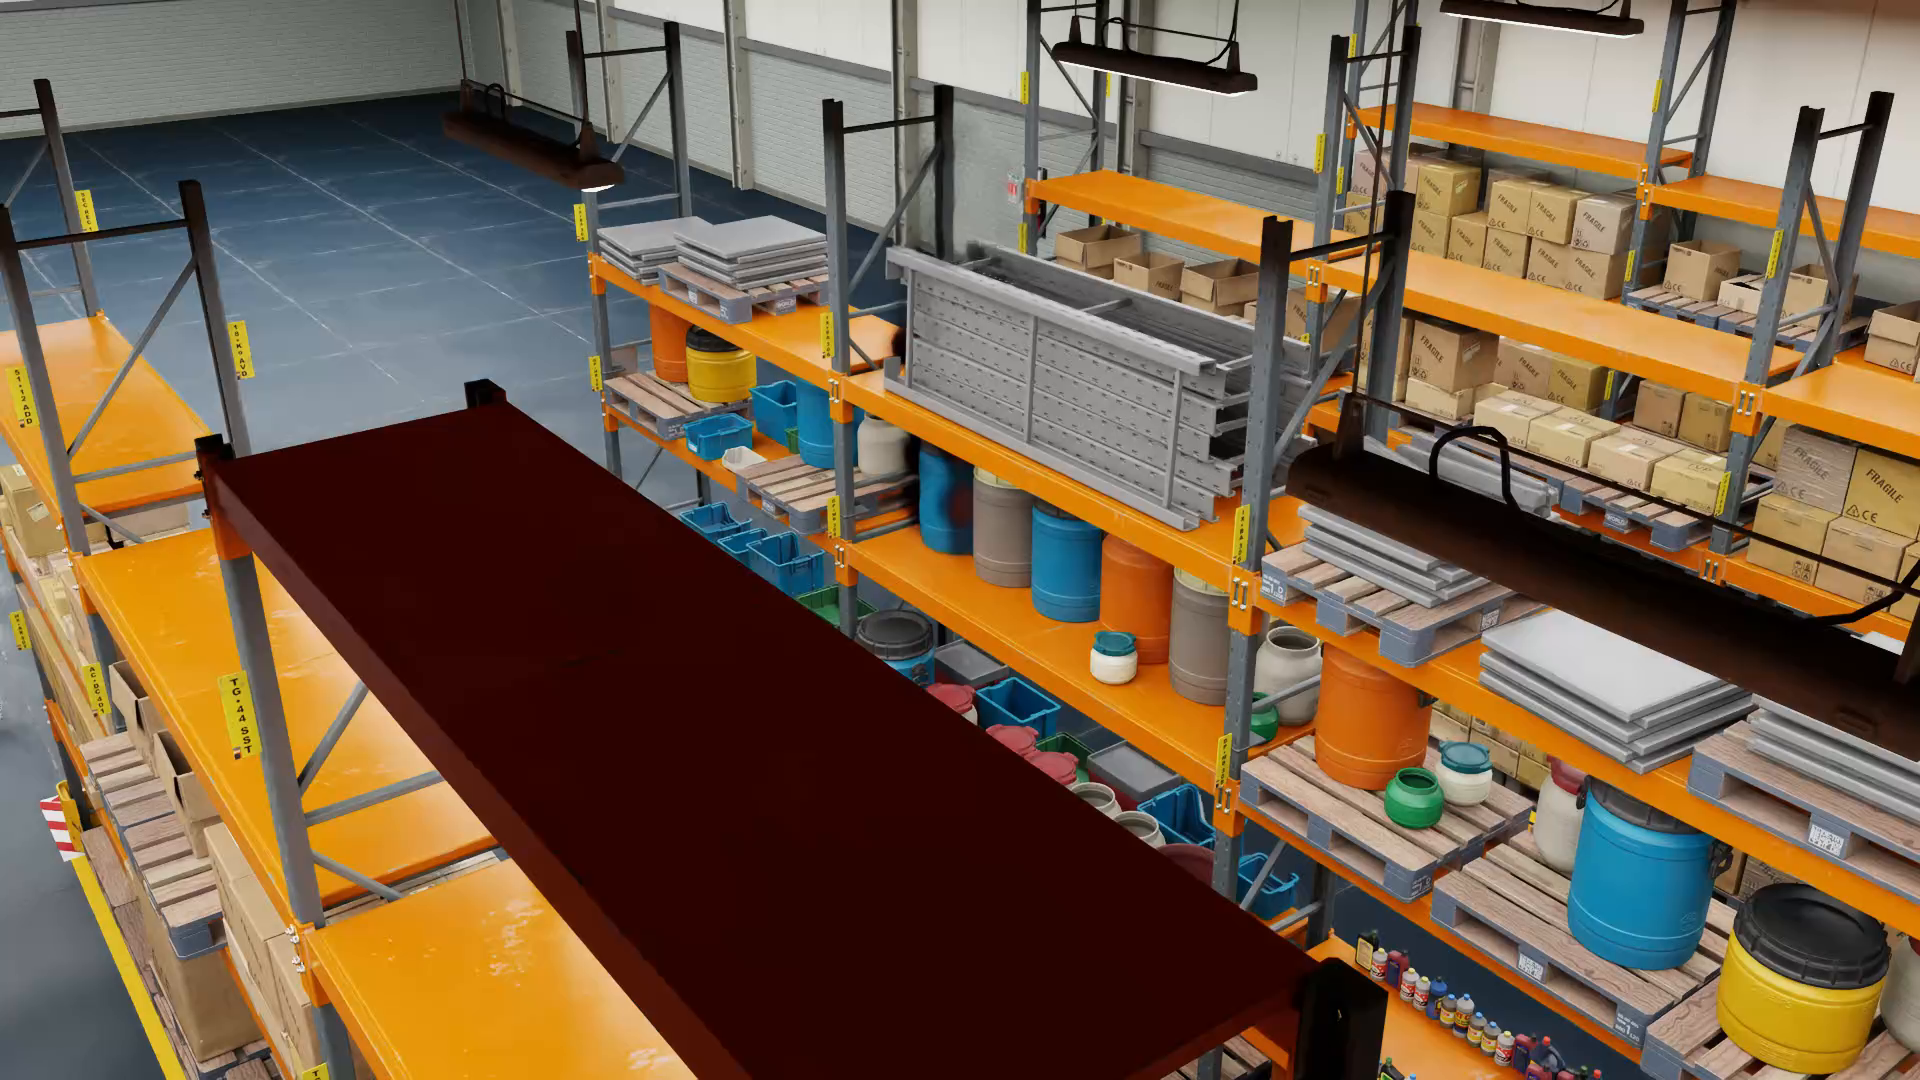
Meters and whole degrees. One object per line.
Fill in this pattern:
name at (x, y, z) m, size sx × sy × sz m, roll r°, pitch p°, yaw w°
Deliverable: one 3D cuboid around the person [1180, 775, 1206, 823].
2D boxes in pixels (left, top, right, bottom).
person at (1.709, 1.658, 13.002) m, size 0.687 × 1.805 × 0.734 m, roll -18°, pitch 30°, yaw -34°
